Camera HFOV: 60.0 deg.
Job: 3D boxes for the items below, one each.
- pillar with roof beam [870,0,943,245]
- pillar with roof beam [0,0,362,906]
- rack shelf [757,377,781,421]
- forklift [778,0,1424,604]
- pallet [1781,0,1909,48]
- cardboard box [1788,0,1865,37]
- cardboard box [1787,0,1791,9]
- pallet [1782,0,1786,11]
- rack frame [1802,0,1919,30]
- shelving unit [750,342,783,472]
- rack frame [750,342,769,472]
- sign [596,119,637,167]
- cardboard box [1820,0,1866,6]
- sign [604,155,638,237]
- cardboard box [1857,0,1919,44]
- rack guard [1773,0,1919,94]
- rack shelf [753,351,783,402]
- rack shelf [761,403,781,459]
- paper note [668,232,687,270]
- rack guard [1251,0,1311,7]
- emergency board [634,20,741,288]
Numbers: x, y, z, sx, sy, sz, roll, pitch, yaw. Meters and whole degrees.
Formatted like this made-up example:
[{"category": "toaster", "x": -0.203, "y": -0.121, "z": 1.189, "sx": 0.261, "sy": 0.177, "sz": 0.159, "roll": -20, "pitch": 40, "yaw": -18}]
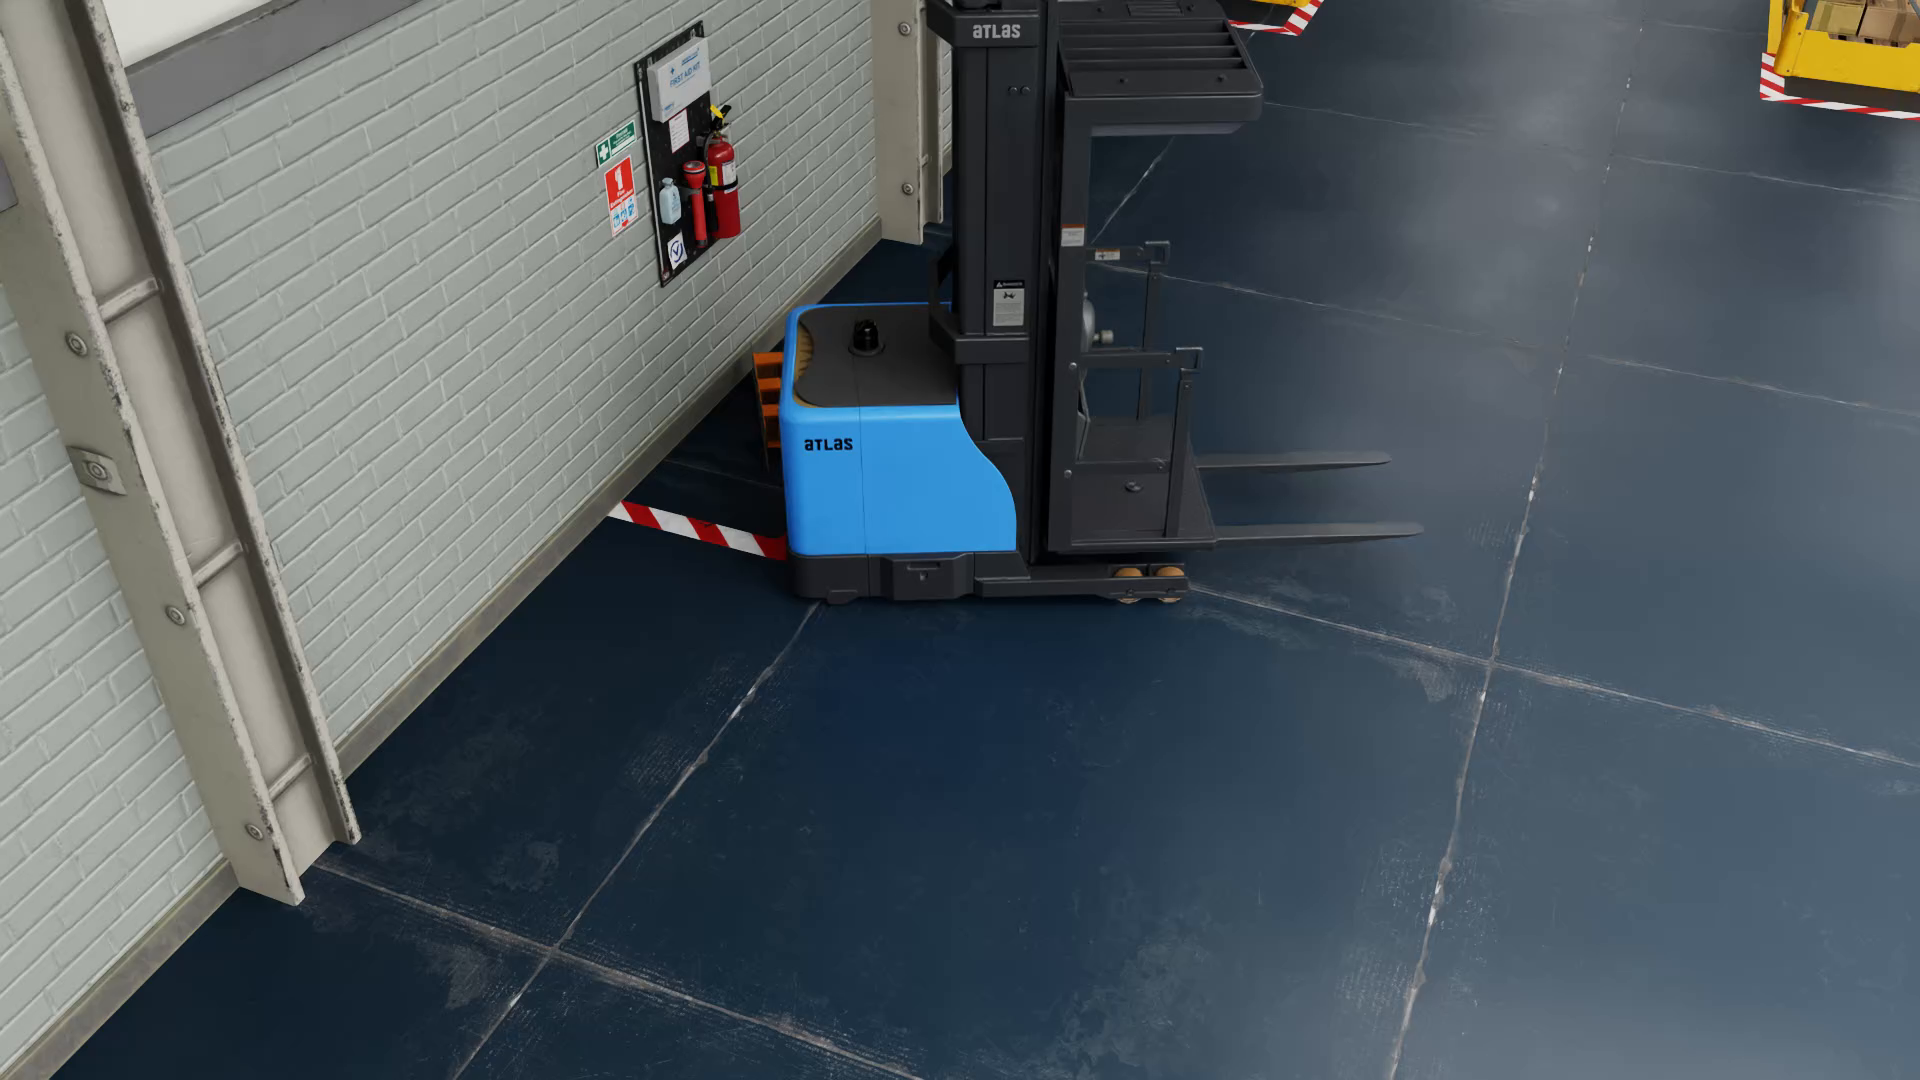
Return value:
[{"category": "pillar with roof beam", "x": 3.653, "y": -4.686, "z": 7.003, "sx": 9.100, "sy": 9.000, "sz": 0.400, "roll": 14, "pitch": 39, "yaw": 18}, {"category": "pillar with roof beam", "x": 1.370, "y": -1.364, "z": 2.559, "sx": 9.100, "sy": 9.000, "sz": 0.400, "roll": 14, "pitch": 39, "yaw": 18}, {"category": "rack shelf", "x": -0.969, "y": -0.743, "z": 9.048, "sx": 0.240, "sy": 0.215, "sz": 0.259, "roll": -5, "pitch": 36, "yaw": -9}, {"category": "forklift", "x": 0.687, "y": -1.194, "z": 7.400, "sx": 3.031, "sy": 2.935, "sz": 1.130, "roll": -1, "pitch": 37, "yaw": -2}, {"category": "pallet", "x": 7.324, "y": -4.191, "z": 13.681, "sx": 1.003, "sy": 0.211, "sz": 1.213, "roll": 14, "pitch": 39, "yaw": 18}, {"category": "cardboard box", "x": 7.002, "y": -4.306, "z": 13.451, "sx": 0.500, "sy": 0.250, "sz": 0.500, "roll": 14, "pitch": 39, "yaw": 18}, {"category": "cardboard box", "x": 7.181, "y": -4.586, "z": 13.826, "sx": 0.500, "sy": 0.250, "sz": 0.500, "roll": 14, "pitch": 39, "yaw": 18}, {"category": "pallet", "x": 7.789, "y": -4.864, "z": 14.581, "sx": 1.003, "sy": 0.211, "sz": 1.213, "roll": 14, "pitch": 39, "yaw": 18}, {"category": "rack frame", "x": 7.071, "y": -4.875, "z": 12.267, "sx": 1.000, "sy": 3.000, "sz": 0.127, "roll": 14, "pitch": 39, "yaw": 18}, {"category": "shelving unit", "x": -0.971, "y": -0.749, "z": 9.057, "sx": 0.252, "sy": 0.215, "sz": 1.050, "roll": -5, "pitch": 36, "yaw": -9}, {"category": "rack frame", "x": -1.091, "y": -0.737, "z": 9.038, "sx": 0.008, "sy": 0.200, "sz": 1.050, "roll": -5, "pitch": 36, "yaw": -9}, {"category": "sign", "x": -1.599, "y": -1.849, "z": 7.746, "sx": 0.001, "sy": 0.109, "sz": 0.331, "roll": 14, "pitch": 39, "yaw": 18}, {"category": "cardboard box", "x": 7.000, "y": -4.607, "z": 13.228, "sx": 0.500, "sy": 0.500, "sz": 0.500, "roll": 14, "pitch": 39, "yaw": 18}, {"category": "sign", "x": -1.609, "y": -1.636, "z": 7.904, "sx": 0.001, "sy": 0.329, "sz": 0.234, "roll": 14, "pitch": 39, "yaw": 18}, {"category": "cardboard box", "x": 7.481, "y": -4.188, "z": 13.294, "sx": 0.500, "sy": 0.250, "sz": 0.500, "roll": 14, "pitch": 39, "yaw": 18}, {"category": "rack guard", "x": 7.062, "y": -3.860, "z": 12.997, "sx": 1.175, "sy": 0.500, "sz": 0.348, "roll": 14, "pitch": 39, "yaw": 18}, {"category": "rack shelf", "x": -1.020, "y": -0.906, "z": 9.275, "sx": 0.240, "sy": 0.215, "sz": 0.259, "roll": -5, "pitch": 36, "yaw": -9}, {"category": "rack shelf", "x": -0.919, "y": -0.582, "z": 8.826, "sx": 0.240, "sy": 0.215, "sz": 0.259, "roll": -5, "pitch": 36, "yaw": -9}, {"category": "paper note", "x": -1.435, "y": -1.469, "z": 8.446, "sx": 0.016, "sy": 0.148, "sz": 0.142, "roll": 14, "pitch": 39, "yaw": 18}, {"category": "rack guard", "x": 2.518, "y": -5.042, "z": 14.578, "sx": 1.175, "sy": 0.500, "sz": 0.348, "roll": 14, "pitch": 39, "yaw": 18}, {"category": "emergency board", "x": -1.303, "y": -1.904, "z": 8.293, "sx": 0.194, "sy": 1.169, "sz": 0.643, "roll": 14, "pitch": 39, "yaw": 18}]
